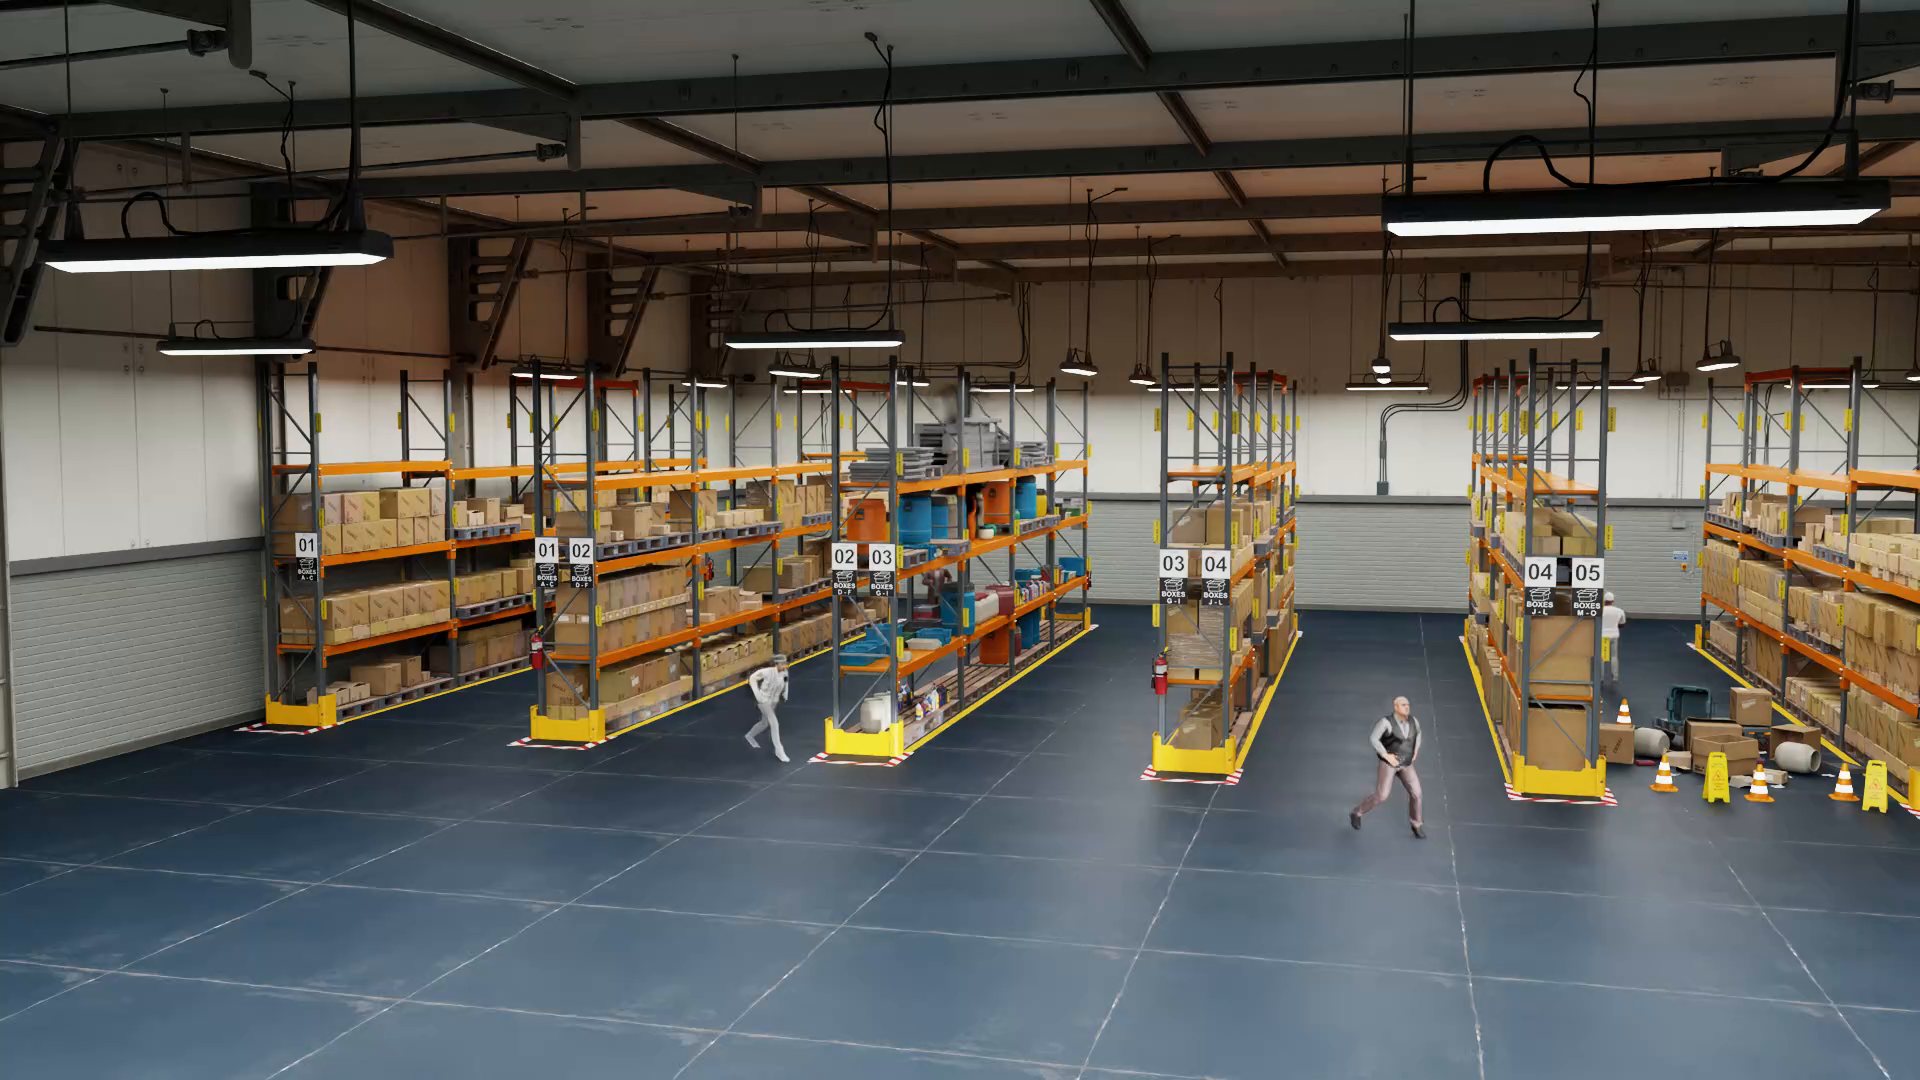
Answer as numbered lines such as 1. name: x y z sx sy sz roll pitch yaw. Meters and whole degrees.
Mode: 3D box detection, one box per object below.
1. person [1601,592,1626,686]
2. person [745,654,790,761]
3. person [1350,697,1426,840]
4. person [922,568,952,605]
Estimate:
1. person: 12.257 1.889 31.450 0.681 1.803 0.897 1 4 8
2. person: -2.903 2.480 24.885 0.656 1.628 0.933 -4 6 -43
3. person: 5.263 2.754 20.216 0.888 1.721 0.739 -2 4 -21
4. person: -0.551 1.342 39.344 0.694 1.840 0.841 0 4 3
